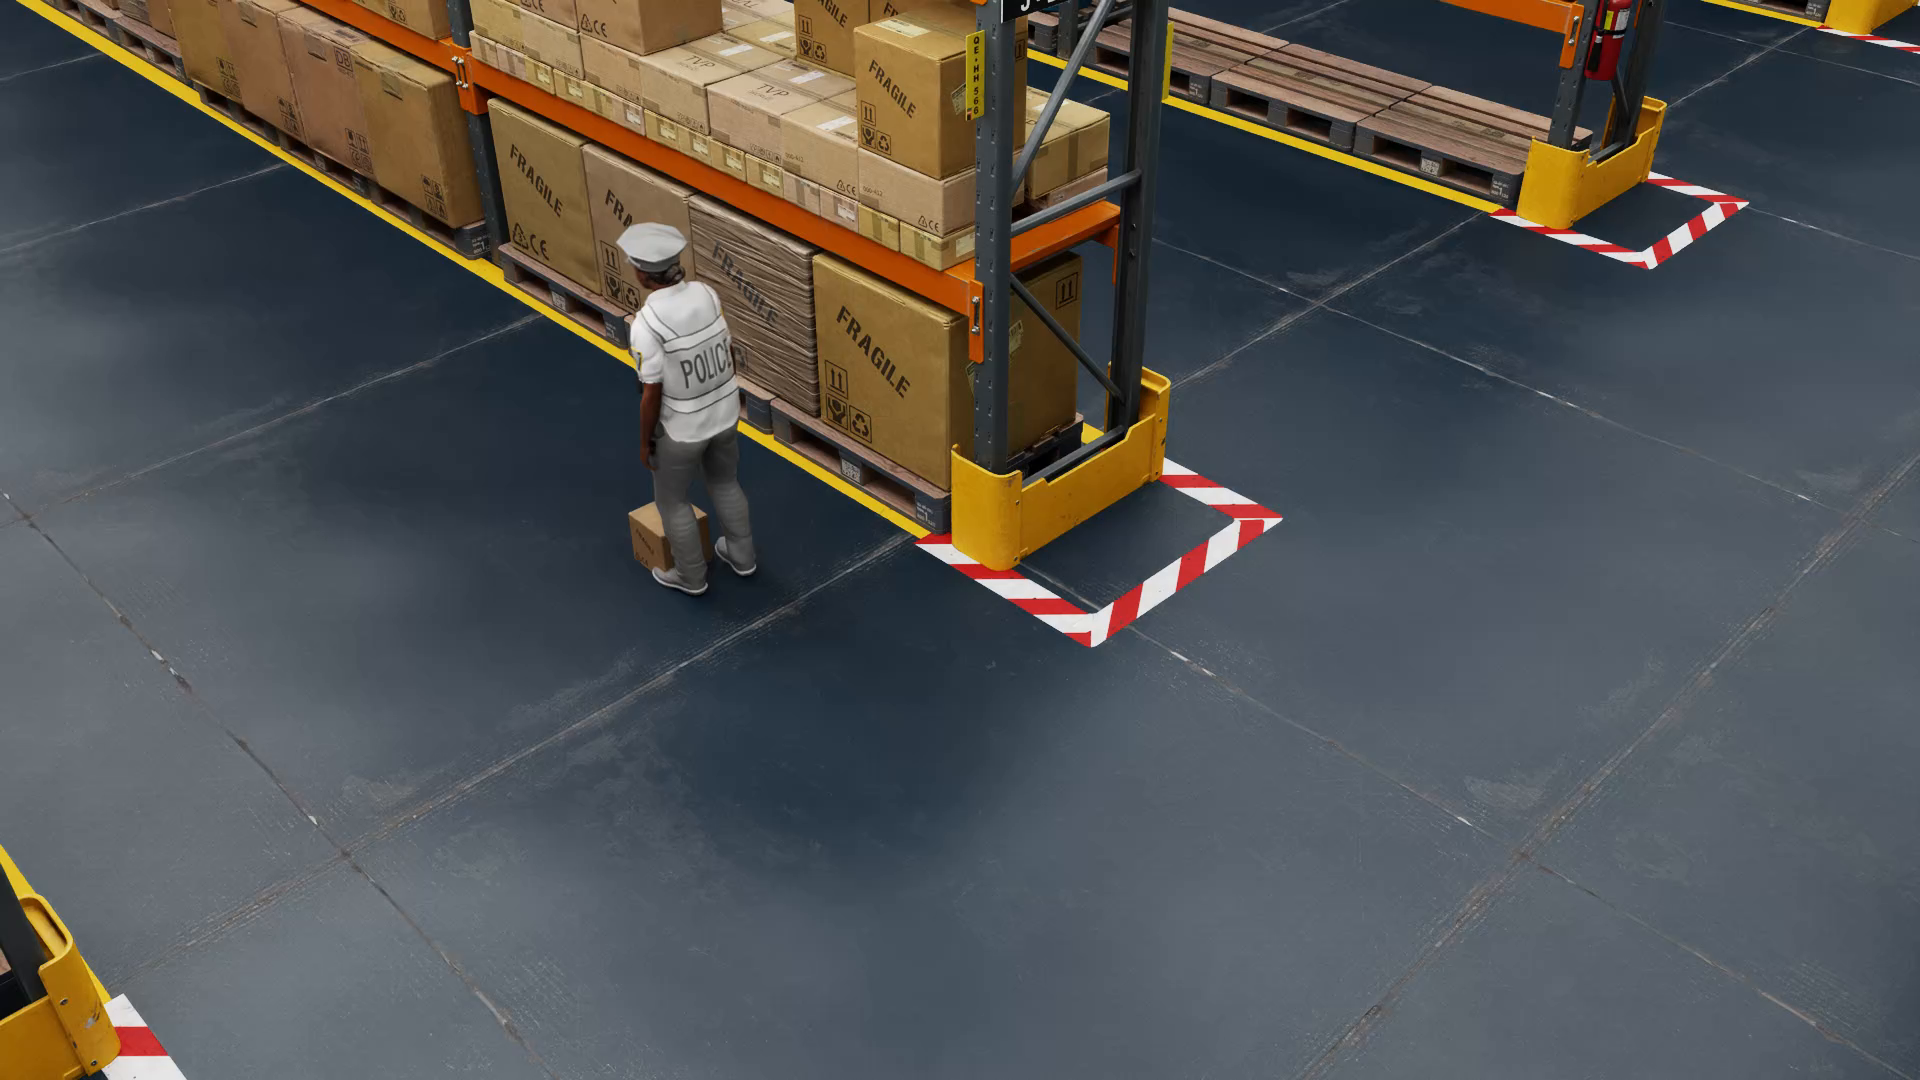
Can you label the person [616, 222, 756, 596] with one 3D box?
[{"bbox_3d":[-1.118,-0.499,6.843,0.427,1.658,0.526,27,44,32],"label":"person"}]
